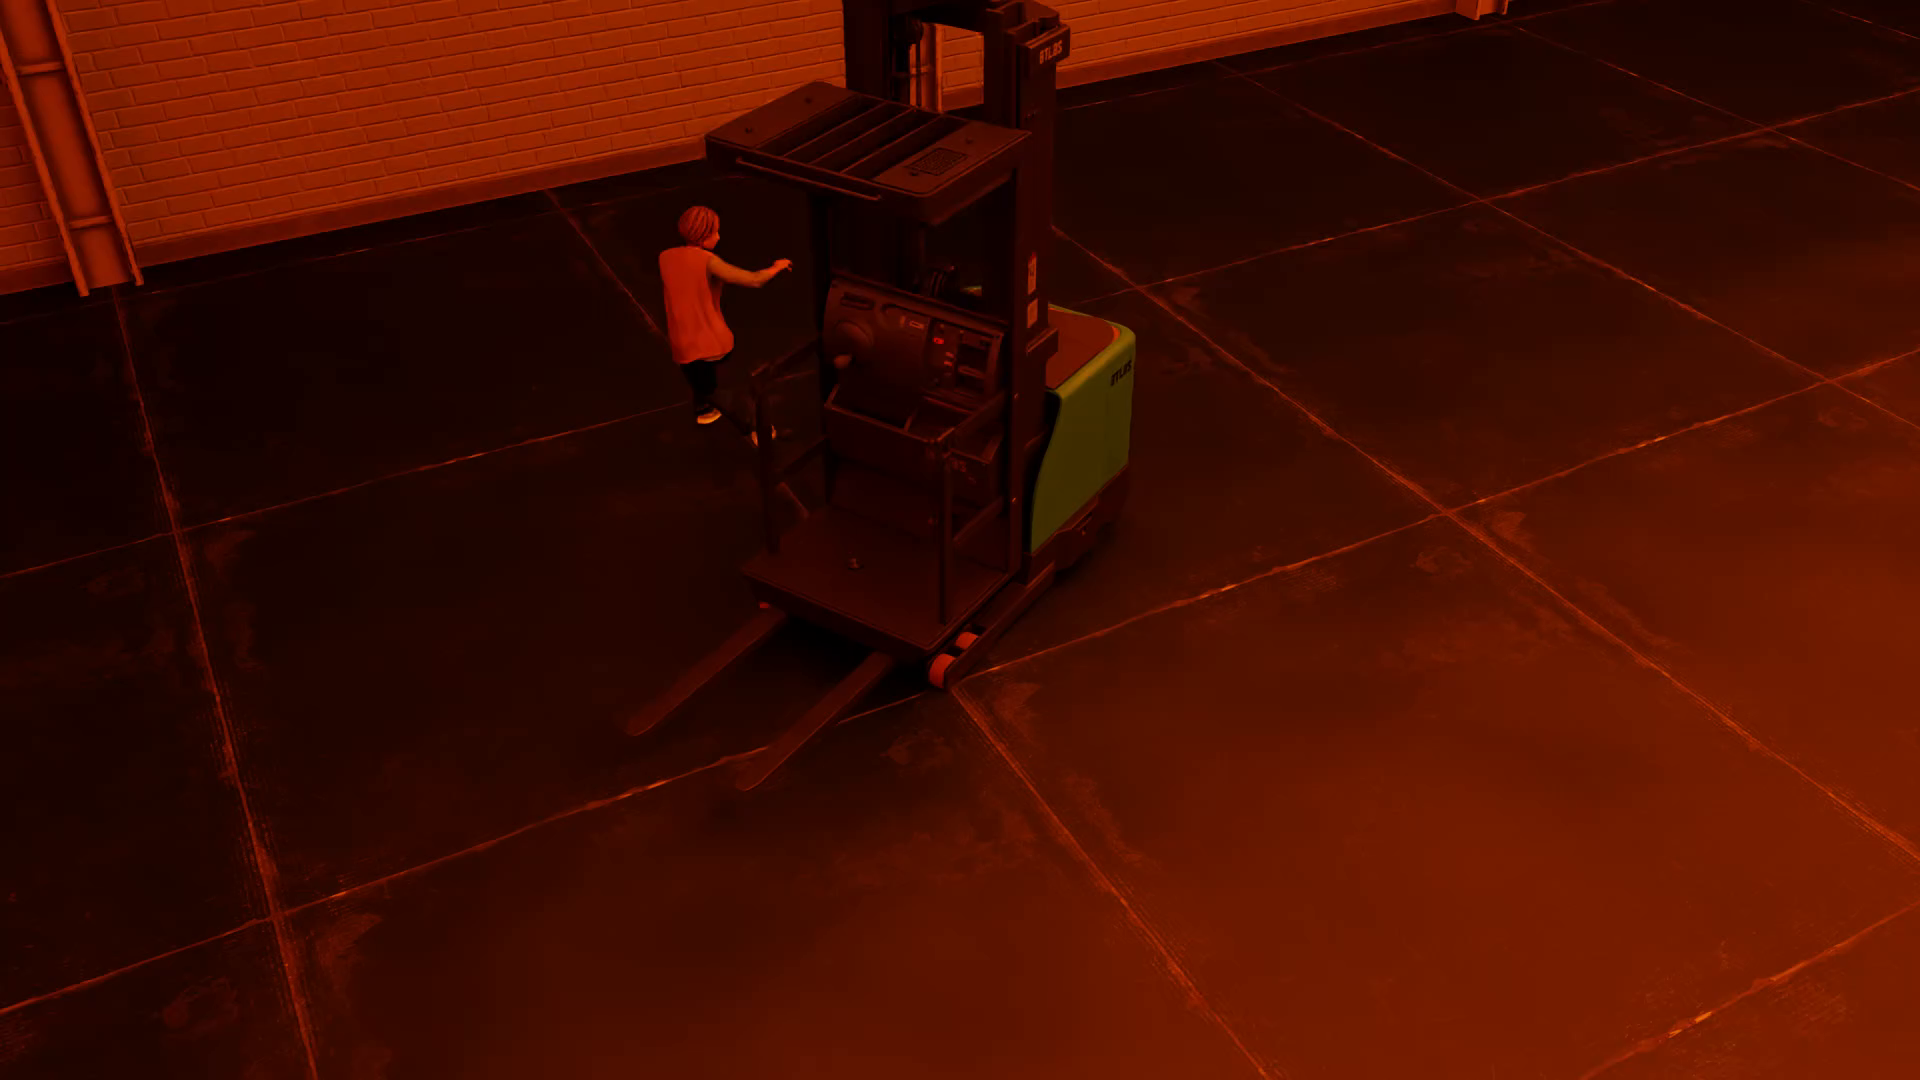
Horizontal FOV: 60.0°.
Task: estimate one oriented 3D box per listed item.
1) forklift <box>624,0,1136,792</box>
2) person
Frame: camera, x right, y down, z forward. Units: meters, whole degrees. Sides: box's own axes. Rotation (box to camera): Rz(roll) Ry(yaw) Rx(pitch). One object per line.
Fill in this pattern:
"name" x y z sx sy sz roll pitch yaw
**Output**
"forklift" -0.333 -0.818 7.280 1.130 2.935 3.031 21 40 27
"person" -1.272 -1.215 9.238 0.727 1.366 1.037 -5 36 -7
